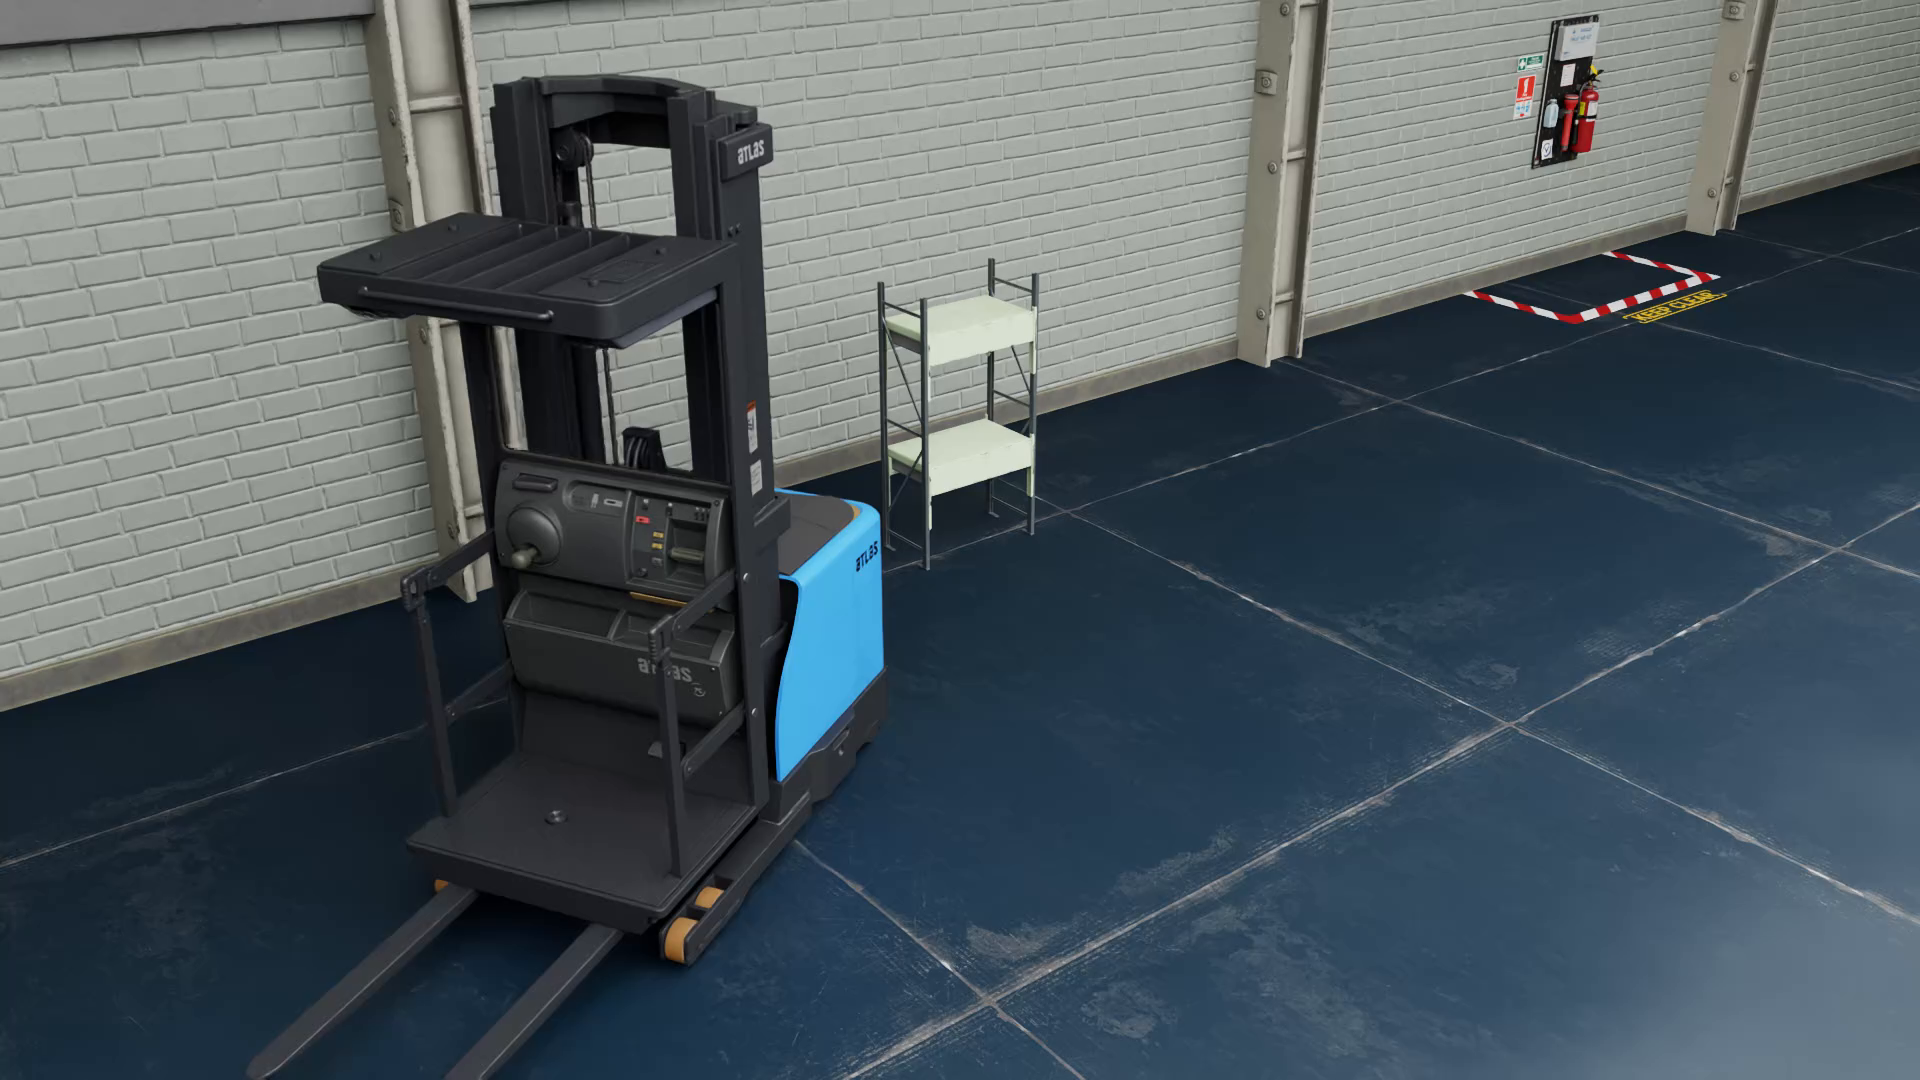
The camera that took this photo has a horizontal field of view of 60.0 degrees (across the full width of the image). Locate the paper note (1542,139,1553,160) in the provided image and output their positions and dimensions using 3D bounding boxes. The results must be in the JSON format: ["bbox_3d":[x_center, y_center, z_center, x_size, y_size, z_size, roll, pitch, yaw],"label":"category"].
[{"bbox_3d":[4.818,-3.204,13.636,0.142,0.148,0.016,-18,31,-34],"label":"paper note"}]

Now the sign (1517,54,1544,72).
[{"bbox_3d":[4.510,-3.772,13.142,0.331,0.109,0.001,-18,31,-34],"label":"sign"}]

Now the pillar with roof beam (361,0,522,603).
[{"bbox_3d":[0.181,-2.433,3.804,0.400,9.000,9.100,-18,31,-34],"label":"pillar with roof beam"}]

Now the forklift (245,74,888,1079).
[{"bbox_3d":[-1.342,-0.008,5.786,1.130,2.935,3.031,10,27,20],"label":"forklift"}]

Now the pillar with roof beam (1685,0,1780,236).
[{"bbox_3d":[9.624,-5.551,10.520,0.400,9.000,9.100,-18,31,-34],"label":"pillar with roof beam"}]

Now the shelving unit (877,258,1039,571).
[{"bbox_3d":[-0.005,-0.679,8.931,0.755,1.500,0.431,-18,31,-34],"label":"shelving unit"}]

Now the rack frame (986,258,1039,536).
[{"bbox_3d":[0.283,-0.774,9.135,0.023,1.500,0.400,-18,31,-34],"label":"rack frame"}]

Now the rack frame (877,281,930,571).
[{"bbox_3d":[-0.293,-0.583,8.726,0.023,1.500,0.400,-18,31,-34],"label":"rack frame"}]

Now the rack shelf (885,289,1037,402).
[{"bbox_3d":[-0.005,-1.033,8.766,0.720,0.370,0.431,-18,31,-34],"label":"rack shelf"}]

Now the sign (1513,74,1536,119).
[{"bbox_3d":[4.501,-3.533,13.257,0.234,0.329,0.001,-18,31,-34],"label":"sign"}]

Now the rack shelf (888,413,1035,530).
[{"bbox_3d":[-0.005,-0.383,9.068,0.720,0.370,0.431,-18,31,-34],"label":"rack shelf"}]

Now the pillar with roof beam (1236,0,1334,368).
[{"bbox_3d":[4.903,-3.992,7.162,0.400,9.000,9.100,-18,31,-34],"label":"pillar with roof beam"}]

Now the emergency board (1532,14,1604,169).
[{"bbox_3d":[5.000,-3.626,13.500,0.643,1.169,0.194,-18,31,-34],"label":"emergency board"}]
